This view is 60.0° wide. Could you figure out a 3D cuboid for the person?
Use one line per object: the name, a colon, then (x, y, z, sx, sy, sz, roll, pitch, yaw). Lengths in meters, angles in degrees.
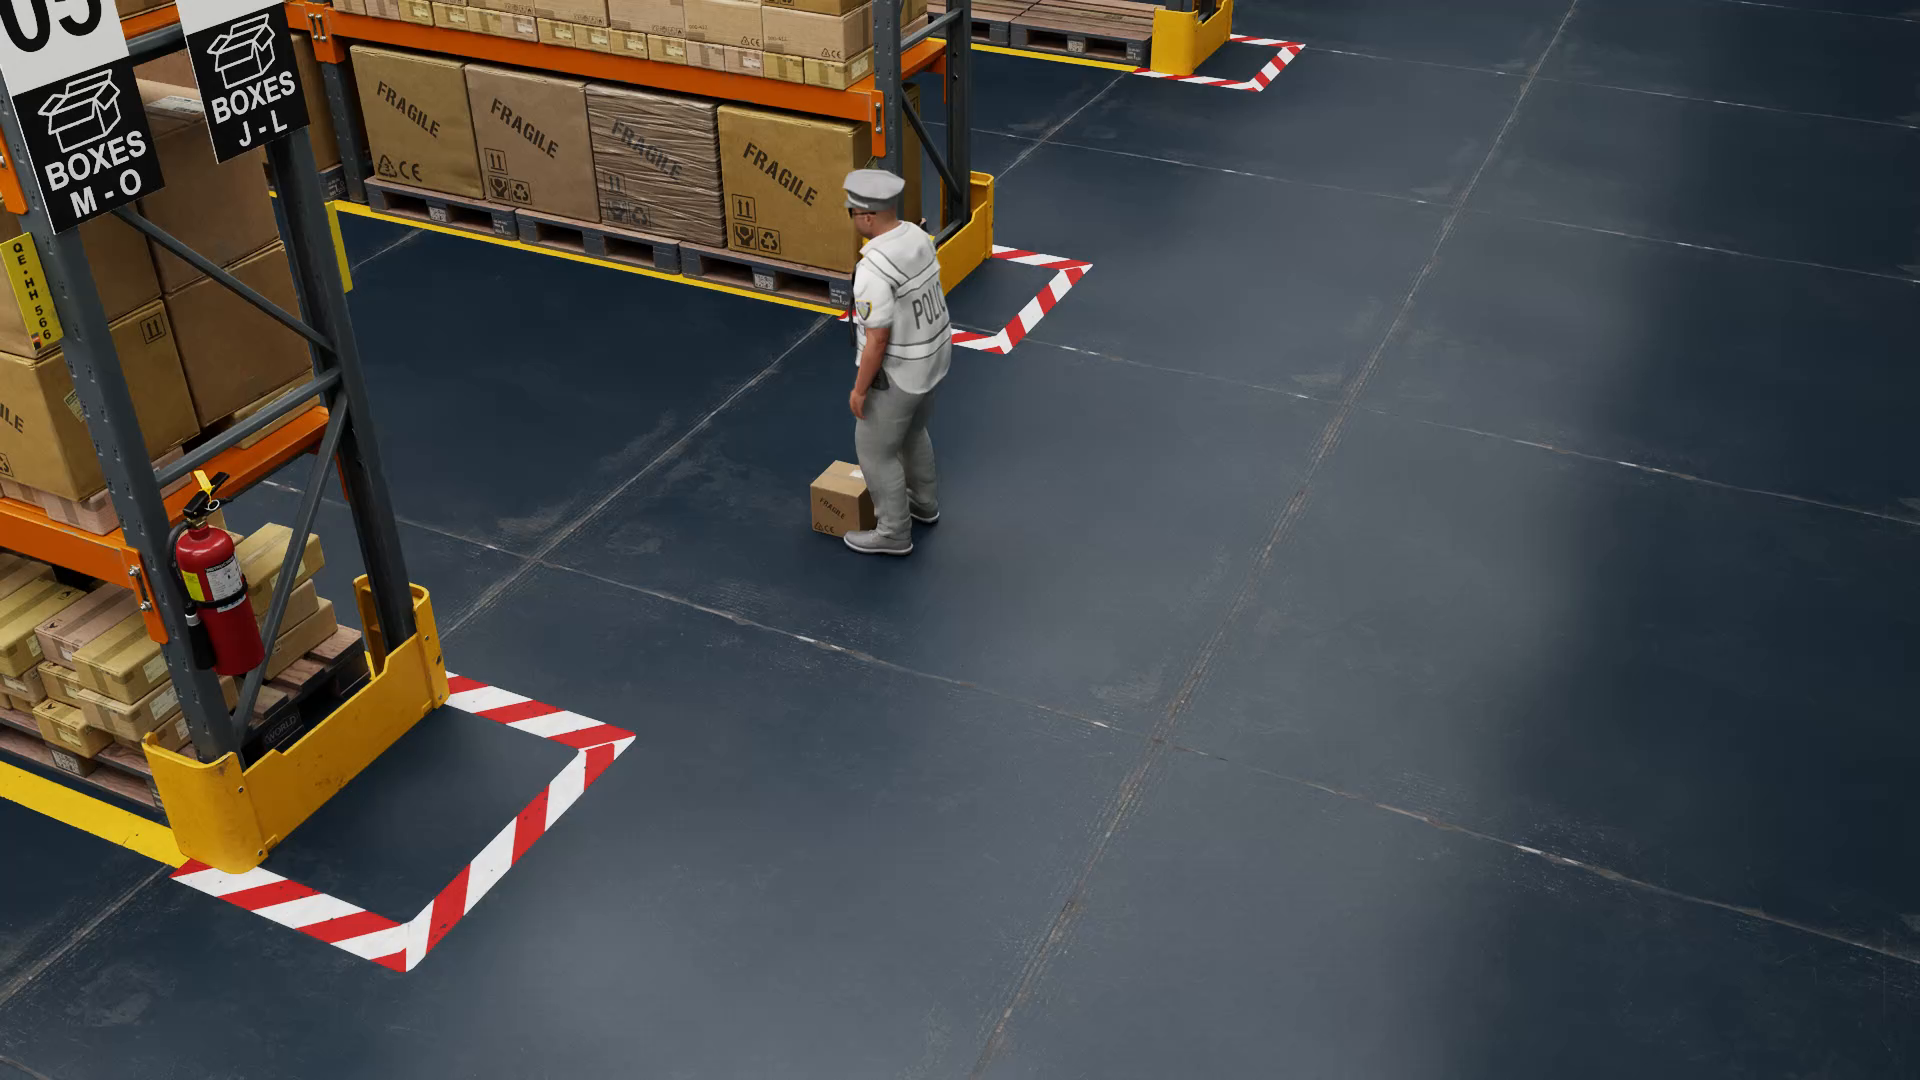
person: (-0.274, -0.752, 7.269, 0.435, 1.748, 0.586, 15, 36, 21)
